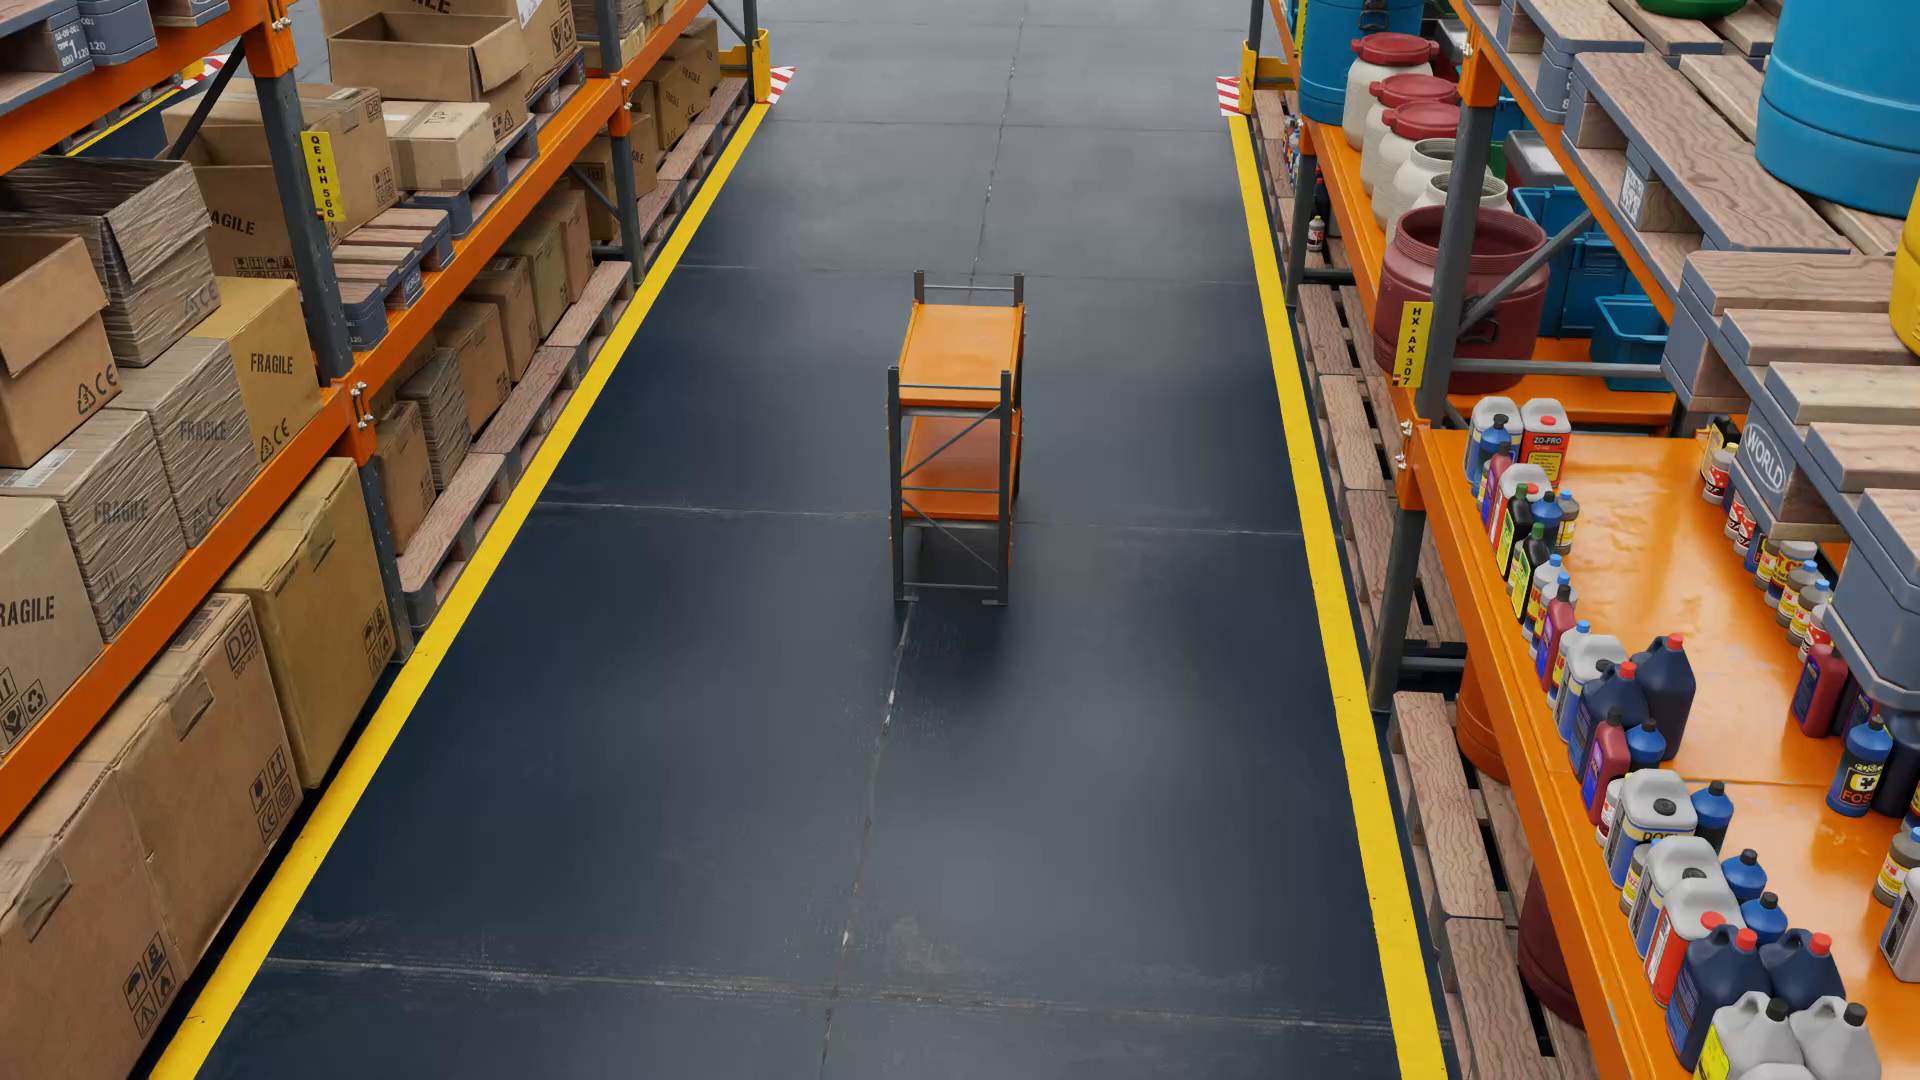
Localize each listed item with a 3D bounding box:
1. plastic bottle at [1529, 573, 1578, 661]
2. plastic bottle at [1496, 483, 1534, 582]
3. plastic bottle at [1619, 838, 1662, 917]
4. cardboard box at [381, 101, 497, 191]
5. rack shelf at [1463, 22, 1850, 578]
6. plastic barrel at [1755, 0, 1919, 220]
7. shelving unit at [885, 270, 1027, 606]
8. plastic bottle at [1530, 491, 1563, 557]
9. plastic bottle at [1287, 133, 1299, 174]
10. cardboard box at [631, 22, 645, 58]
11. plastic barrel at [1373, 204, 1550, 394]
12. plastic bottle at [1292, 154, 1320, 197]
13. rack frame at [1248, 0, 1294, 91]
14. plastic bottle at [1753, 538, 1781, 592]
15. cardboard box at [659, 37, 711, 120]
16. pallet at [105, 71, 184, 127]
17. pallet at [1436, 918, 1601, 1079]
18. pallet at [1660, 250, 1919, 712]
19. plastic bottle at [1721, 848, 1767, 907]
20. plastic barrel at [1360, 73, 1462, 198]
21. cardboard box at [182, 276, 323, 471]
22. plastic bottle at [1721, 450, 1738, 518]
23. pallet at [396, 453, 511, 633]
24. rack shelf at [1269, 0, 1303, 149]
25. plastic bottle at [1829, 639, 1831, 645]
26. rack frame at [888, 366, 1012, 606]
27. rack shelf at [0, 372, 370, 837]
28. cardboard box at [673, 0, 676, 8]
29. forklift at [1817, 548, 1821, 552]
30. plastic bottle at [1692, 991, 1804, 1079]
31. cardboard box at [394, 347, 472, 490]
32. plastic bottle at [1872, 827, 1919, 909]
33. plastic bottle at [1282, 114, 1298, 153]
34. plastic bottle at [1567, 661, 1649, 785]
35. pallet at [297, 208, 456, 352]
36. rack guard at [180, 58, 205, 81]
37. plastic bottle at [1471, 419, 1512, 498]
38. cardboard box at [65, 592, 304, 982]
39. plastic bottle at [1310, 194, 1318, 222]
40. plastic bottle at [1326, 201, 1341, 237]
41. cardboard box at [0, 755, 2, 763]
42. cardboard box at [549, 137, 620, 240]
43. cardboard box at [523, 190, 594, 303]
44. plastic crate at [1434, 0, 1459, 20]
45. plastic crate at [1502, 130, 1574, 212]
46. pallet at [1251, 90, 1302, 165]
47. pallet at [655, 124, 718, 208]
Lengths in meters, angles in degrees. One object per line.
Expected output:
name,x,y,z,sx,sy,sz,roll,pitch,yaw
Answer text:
plastic bottle,1.670,0.214,4.666,0.097,0.271,0.097,0,32,0
plastic bottle,1.688,-0.024,5.041,0.061,0.283,0.133,2,32,4
plastic bottle,1.587,0.773,3.825,0.097,0.201,0.097,0,32,0
cardboard box,-2.432,-1.789,7.536,0.500,0.250,0.500,2,32,3
rack shelf,1.976,-0.521,3.563,1.077,0.370,4.000,2,32,4
plastic barrel,1.800,-1.072,2.894,0.600,0.901,0.708,2,32,4
shelving unit,-0.001,-0.475,7.449,0.538,1.125,1.048,2,32,4
plastic bottle,1.768,-0.025,5.054,0.097,0.271,0.097,0,32,0
plastic bottle,2.296,-2.639,11.354,0.097,0.271,0.097,0,32,0
cardboard box,-2.121,-3.022,10.034,0.380,0.149,0.250,2,32,4
plastic barrel,1.875,-0.909,6.237,0.600,0.536,0.708,2,32,4
plastic bottle,2.289,-2.418,10.992,0.152,0.276,0.135,3,32,5
rack frame,2.791,-4.779,12.646,1.000,3.000,0.127,2,32,4
plastic bottle,2.461,0.051,4.997,0.097,0.201,0.097,0,32,0
cardboard box,-2.228,-3.465,12.497,0.500,0.500,0.500,11,33,17
pallet,-7.068,-3.647,13.466,1.003,0.211,1.213,2,32,4
pallet,2.015,1.641,4.885,1.003,0.211,1.213,2,32,4
pallet,1.780,-0.115,2.398,1.213,0.211,1.003,2,32,4
plastic bottle,1.731,0.801,3.714,0.097,0.271,0.097,0,32,0
plastic barrel,2.109,-1.871,7.797,0.433,0.535,0.433,0,32,0
cardboard box,-2.590,-0.581,5.739,0.500,0.500,0.500,3,32,5
plastic bottle,2.513,-0.196,5.320,0.061,0.283,0.133,2,32,4
pallet,-2.732,-0.029,7.596,1.003,0.211,1.213,2,32,4
rack shelf,2.628,-3.427,11.138,1.077,0.370,4.000,2,32,4
plastic bottle,2.438,0.281,4.546,0.061,0.283,0.133,2,32,4
rack frame,-0.042,-0.210,7.018,0.500,1.125,0.032,2,32,4
rack shelf,-2.960,0.545,4.693,1.077,0.370,4.000,2,32,4
cardboard box,-2.077,-3.546,10.885,0.380,0.149,0.250,2,32,4
forklift,5.153,-1.068,6.689,3.031,2.935,1.130,17,35,25
plastic bottle,1.562,1.022,3.279,0.144,0.351,0.185,2,32,4
cardboard box,-2.730,-0.572,7.783,0.700,0.500,0.500,0,32,0
plastic bottle,2.199,0.753,3.858,0.097,0.201,0.097,0,32,0
plastic bottle,2.332,-2.870,11.729,0.097,0.271,0.097,0,32,0
plastic bottle,1.652,0.446,4.214,0.144,0.351,0.185,2,32,4
pallet,-2.845,-1.103,6.864,1.213,0.211,1.003,2,32,4
rack guard,-7.079,-4.204,14.095,1.175,0.500,0.348,2,32,4
plastic bottle,1.745,-0.269,5.450,0.097,0.271,0.097,0,32,0
cardboard box,-2.954,0.744,5.309,1.225,0.875,0.875,3,32,4
plastic bottle,2.175,-1.984,10.280,0.061,0.283,0.133,4,32,6
plastic bottle,2.374,-2.090,10.388,0.144,0.351,0.185,2,32,4
cardboard box,-2.755,0.487,4.005,0.500,0.500,0.500,2,32,3
cardboard box,-2.399,-2.221,10.477,0.500,0.500,0.500,2,32,2
cardboard box,-2.543,-1.702,9.616,0.700,0.500,0.500,0,32,0
plastic crate,2.857,-3.295,10.440,0.450,0.188,0.662,2,32,4
plastic crate,2.576,-1.455,7.191,0.402,0.464,0.583,2,32,4
pallet,2.760,-3.126,12.621,1.003,0.211,1.213,2,32,4
pallet,-2.355,-2.704,11.937,1.003,0.211,1.213,2,32,4
